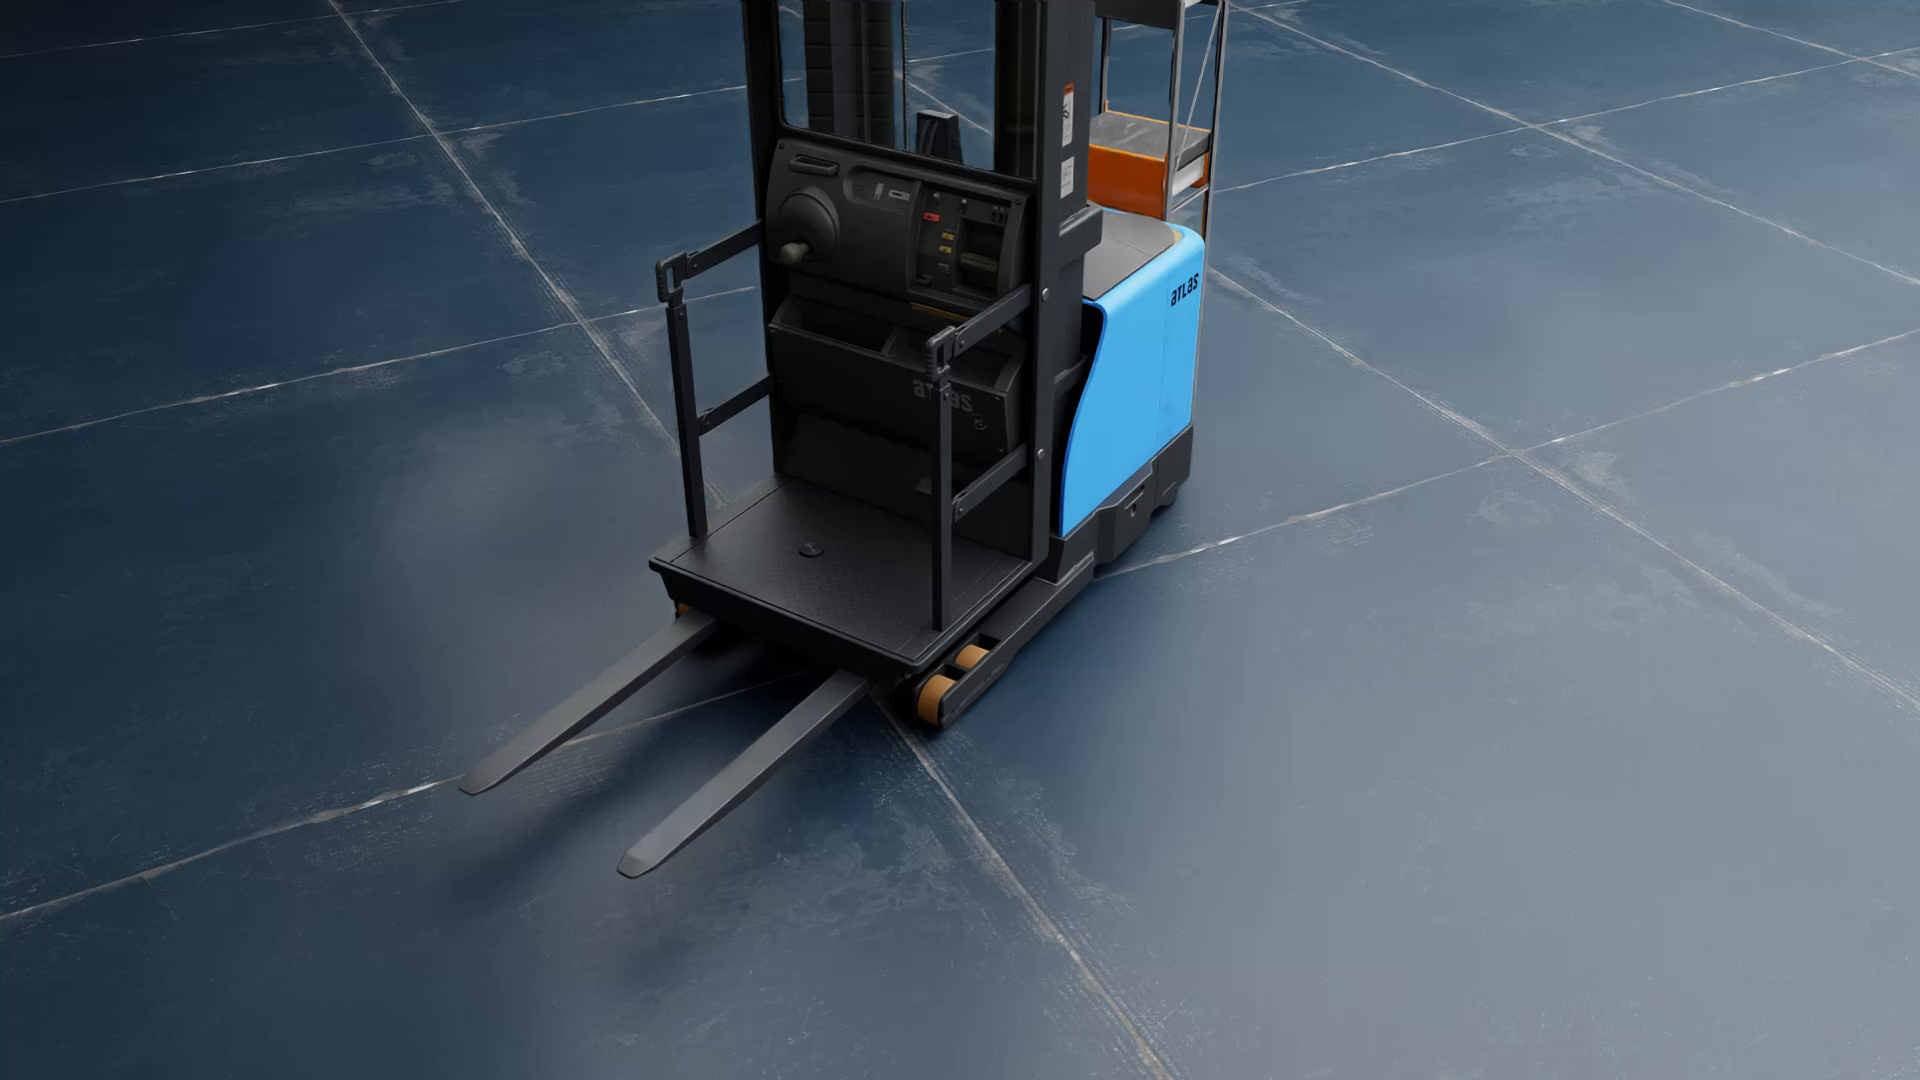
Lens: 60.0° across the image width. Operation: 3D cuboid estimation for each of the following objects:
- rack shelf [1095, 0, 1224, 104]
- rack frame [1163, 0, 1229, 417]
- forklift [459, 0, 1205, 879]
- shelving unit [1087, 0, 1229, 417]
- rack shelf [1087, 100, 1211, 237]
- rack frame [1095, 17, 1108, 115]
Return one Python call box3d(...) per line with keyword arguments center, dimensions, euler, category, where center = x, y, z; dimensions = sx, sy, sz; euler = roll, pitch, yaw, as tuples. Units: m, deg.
box3d(center=(0.665, -1.940, 6.060), dimensions=(0.480, 0.518, 0.431), euler=(19, 37, 27), category="rack shelf")
box3d(center=(0.869, -1.290, 6.318), dimensions=(0.015, 2.100, 0.400), euler=(19, 37, 27), category="rack frame")
box3d(center=(-0.325, -0.927, 4.979), dimensions=(1.130, 2.935, 3.031), euler=(19, 37, 27), category="forklift")
box3d(center=(0.665, -1.362, 6.430), dimensions=(0.503, 2.100, 0.431), euler=(19, 37, 27), category="shelving unit")
box3d(center=(0.665, -1.351, 6.437), dimensions=(0.480, 0.518, 0.431), euler=(19, 37, 27), category="rack shelf")
box3d(center=(0.460, -1.434, 6.542), dimensions=(0.015, 2.100, 0.400), euler=(19, 37, 27), category="rack frame")
